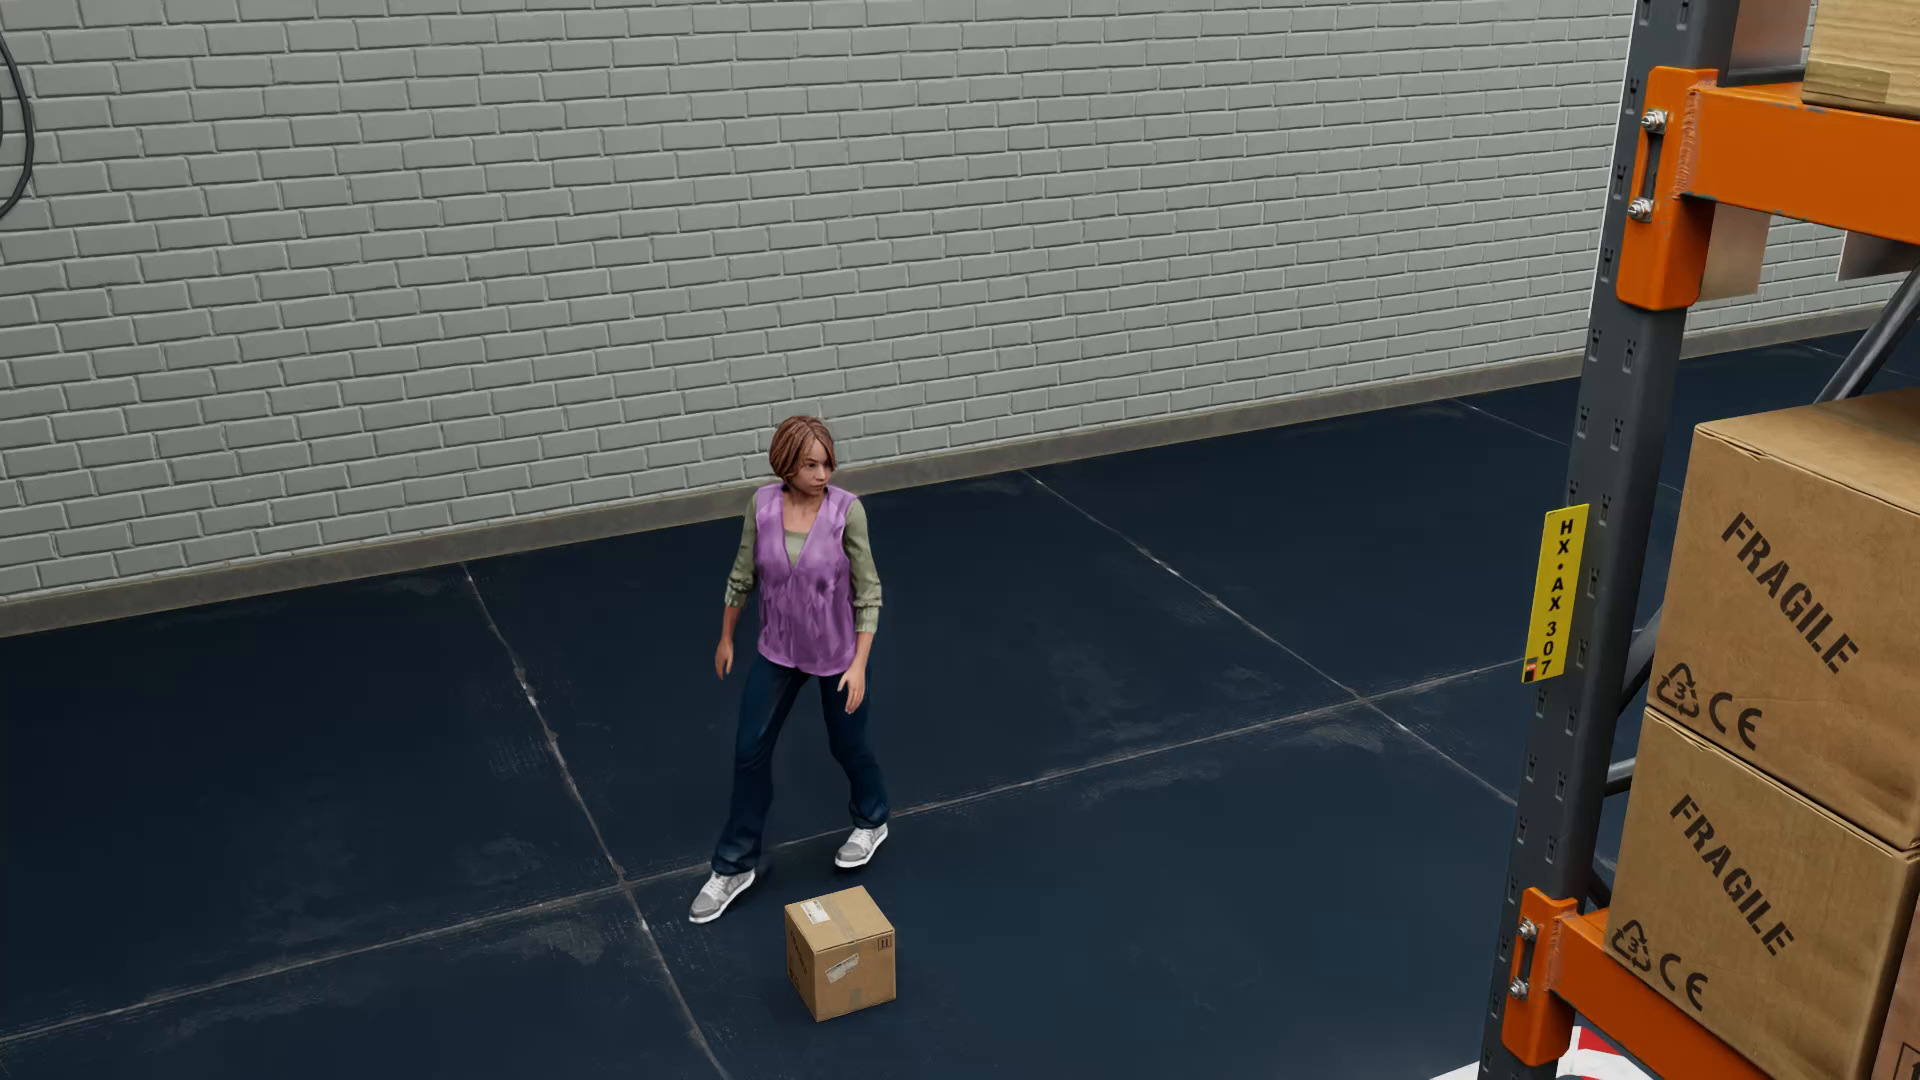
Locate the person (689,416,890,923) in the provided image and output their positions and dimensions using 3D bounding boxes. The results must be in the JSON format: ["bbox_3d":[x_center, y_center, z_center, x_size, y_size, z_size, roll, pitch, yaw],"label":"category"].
[{"bbox_3d":[-0.523,0.381,5.171,0.570,1.592,0.680,8,24,18],"label":"person"}]
